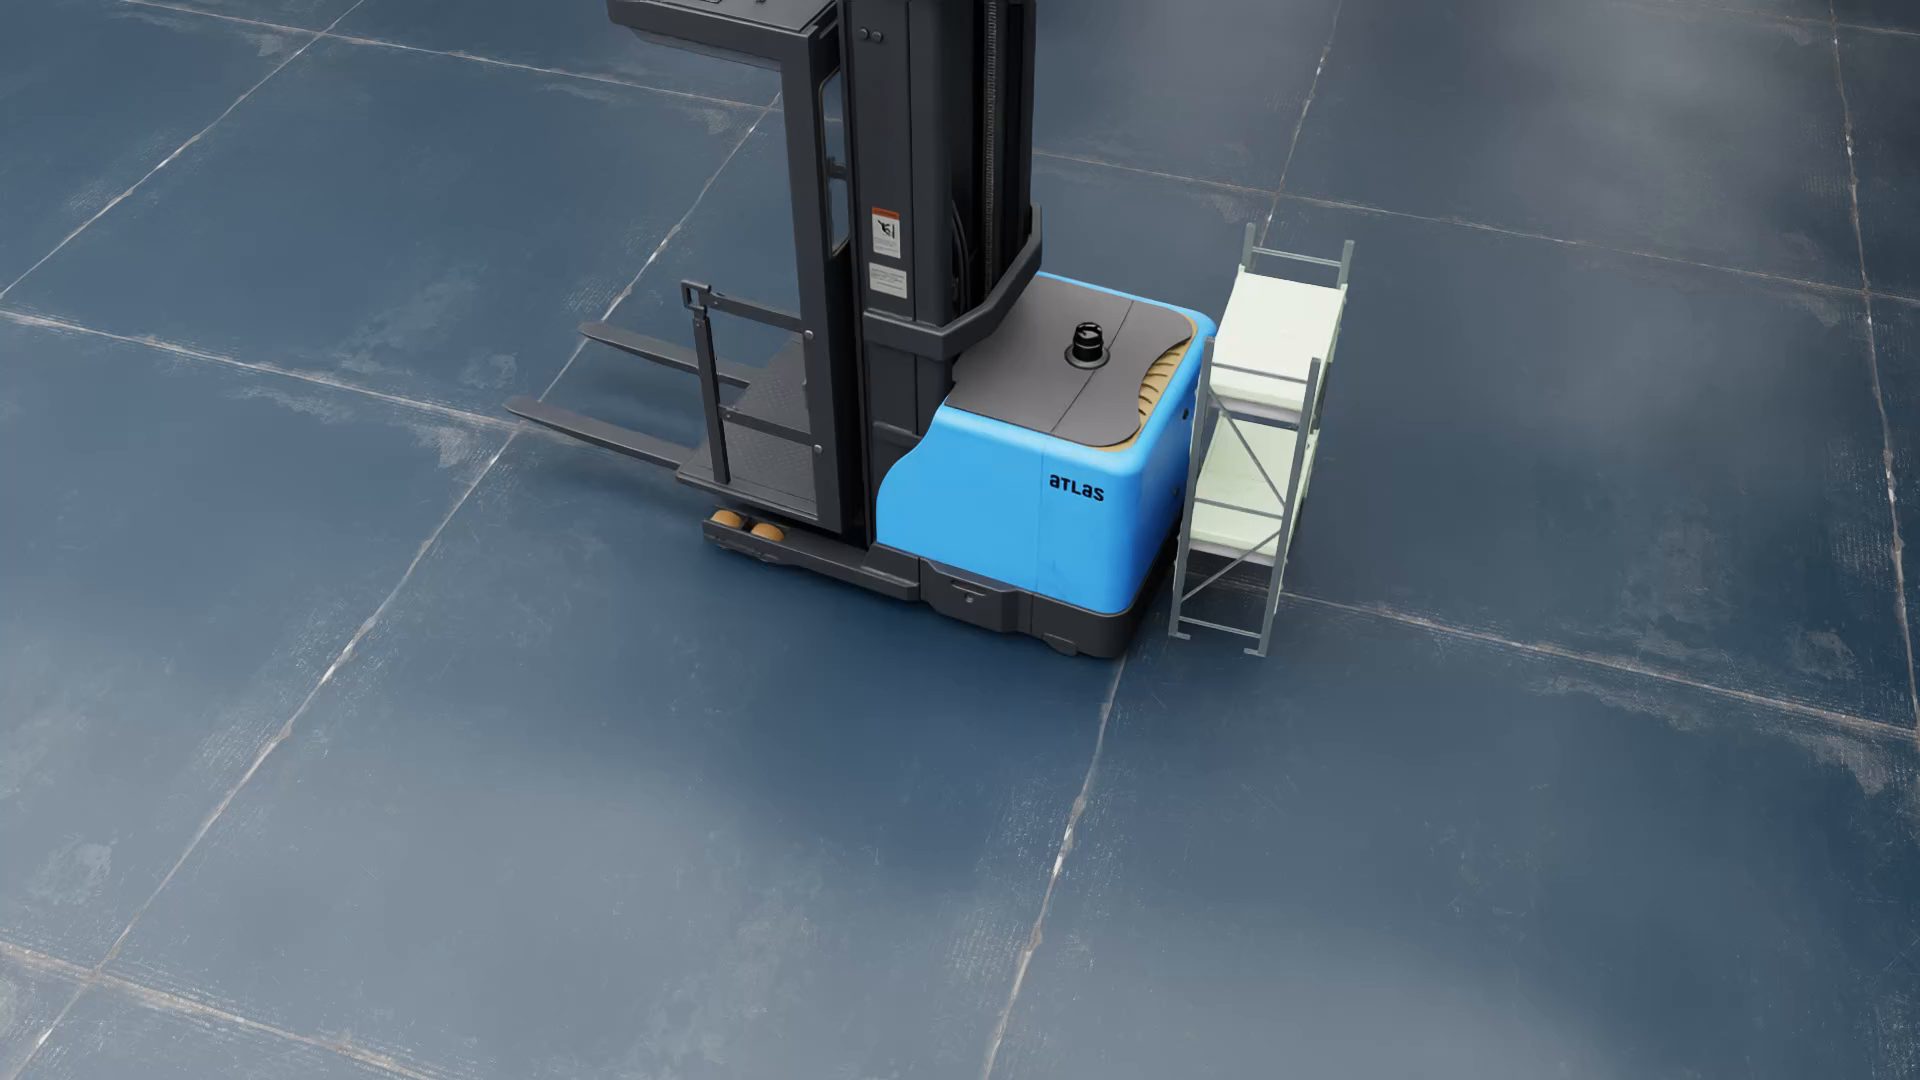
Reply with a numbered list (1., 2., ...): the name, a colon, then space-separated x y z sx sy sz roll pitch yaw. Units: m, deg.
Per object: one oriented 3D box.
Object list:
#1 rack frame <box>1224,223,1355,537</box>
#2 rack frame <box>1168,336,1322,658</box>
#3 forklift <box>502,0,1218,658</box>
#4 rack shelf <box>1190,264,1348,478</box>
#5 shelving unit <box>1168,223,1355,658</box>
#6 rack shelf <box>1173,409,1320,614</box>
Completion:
1. rack frame: 1.264 -0.600 6.689 0.400 1.500 0.023 13 46 13
2. rack frame: 1.035 -0.114 6.192 0.400 1.500 0.023 13 46 13
3. forklift: -0.538 -1.274 6.355 3.031 2.935 1.130 17 47 17
4. rack shelf: 1.148 -0.636 6.168 0.431 0.370 0.720 13 46 13
5. shelving unit: 1.150 -0.357 6.440 0.431 1.500 0.755 13 46 13
6. rack shelf: 1.151 -0.124 6.668 0.431 0.370 0.720 13 46 13
